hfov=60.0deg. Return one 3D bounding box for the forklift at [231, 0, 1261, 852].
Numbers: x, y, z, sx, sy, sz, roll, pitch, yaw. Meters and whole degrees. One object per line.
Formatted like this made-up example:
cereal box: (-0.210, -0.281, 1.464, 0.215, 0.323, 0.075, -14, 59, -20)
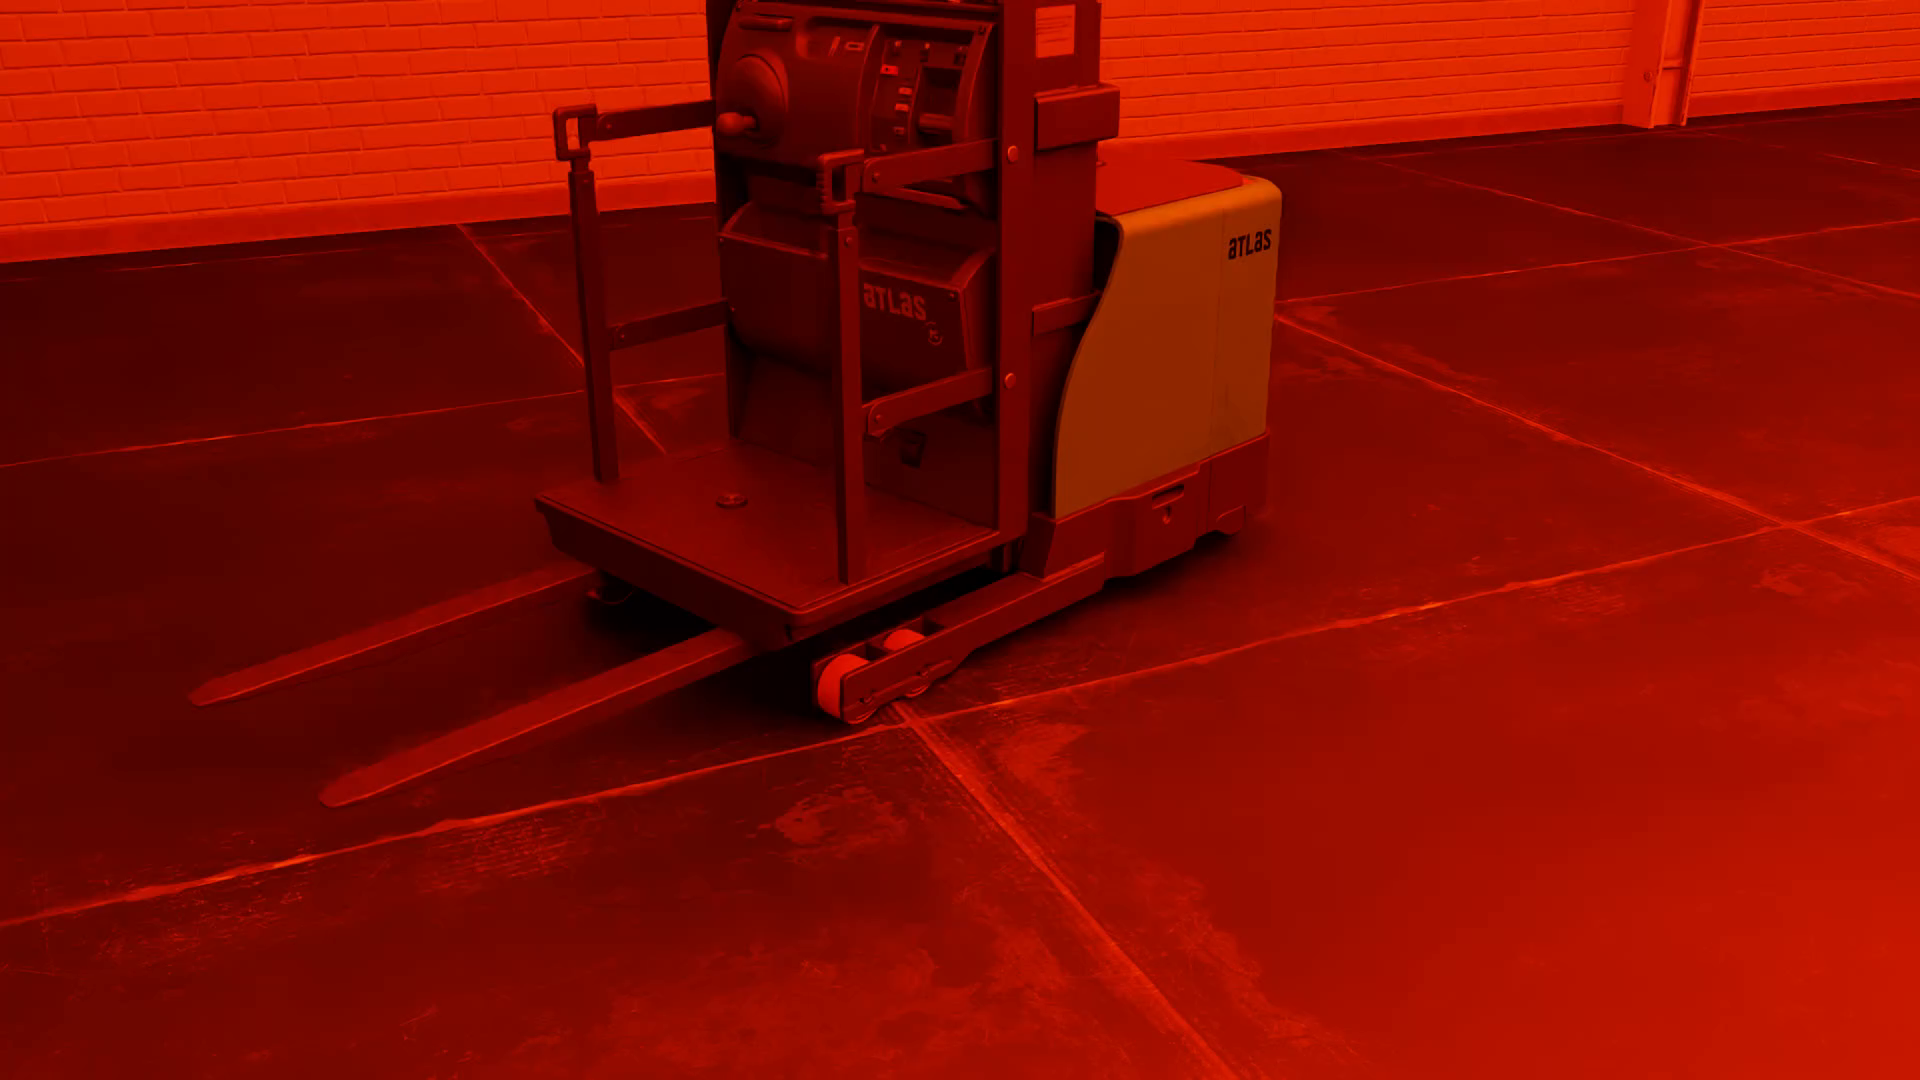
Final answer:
forklift: (-0.367, -1.109, 3.955, 1.130, 2.935, 3.031, 16, 27, 33)
